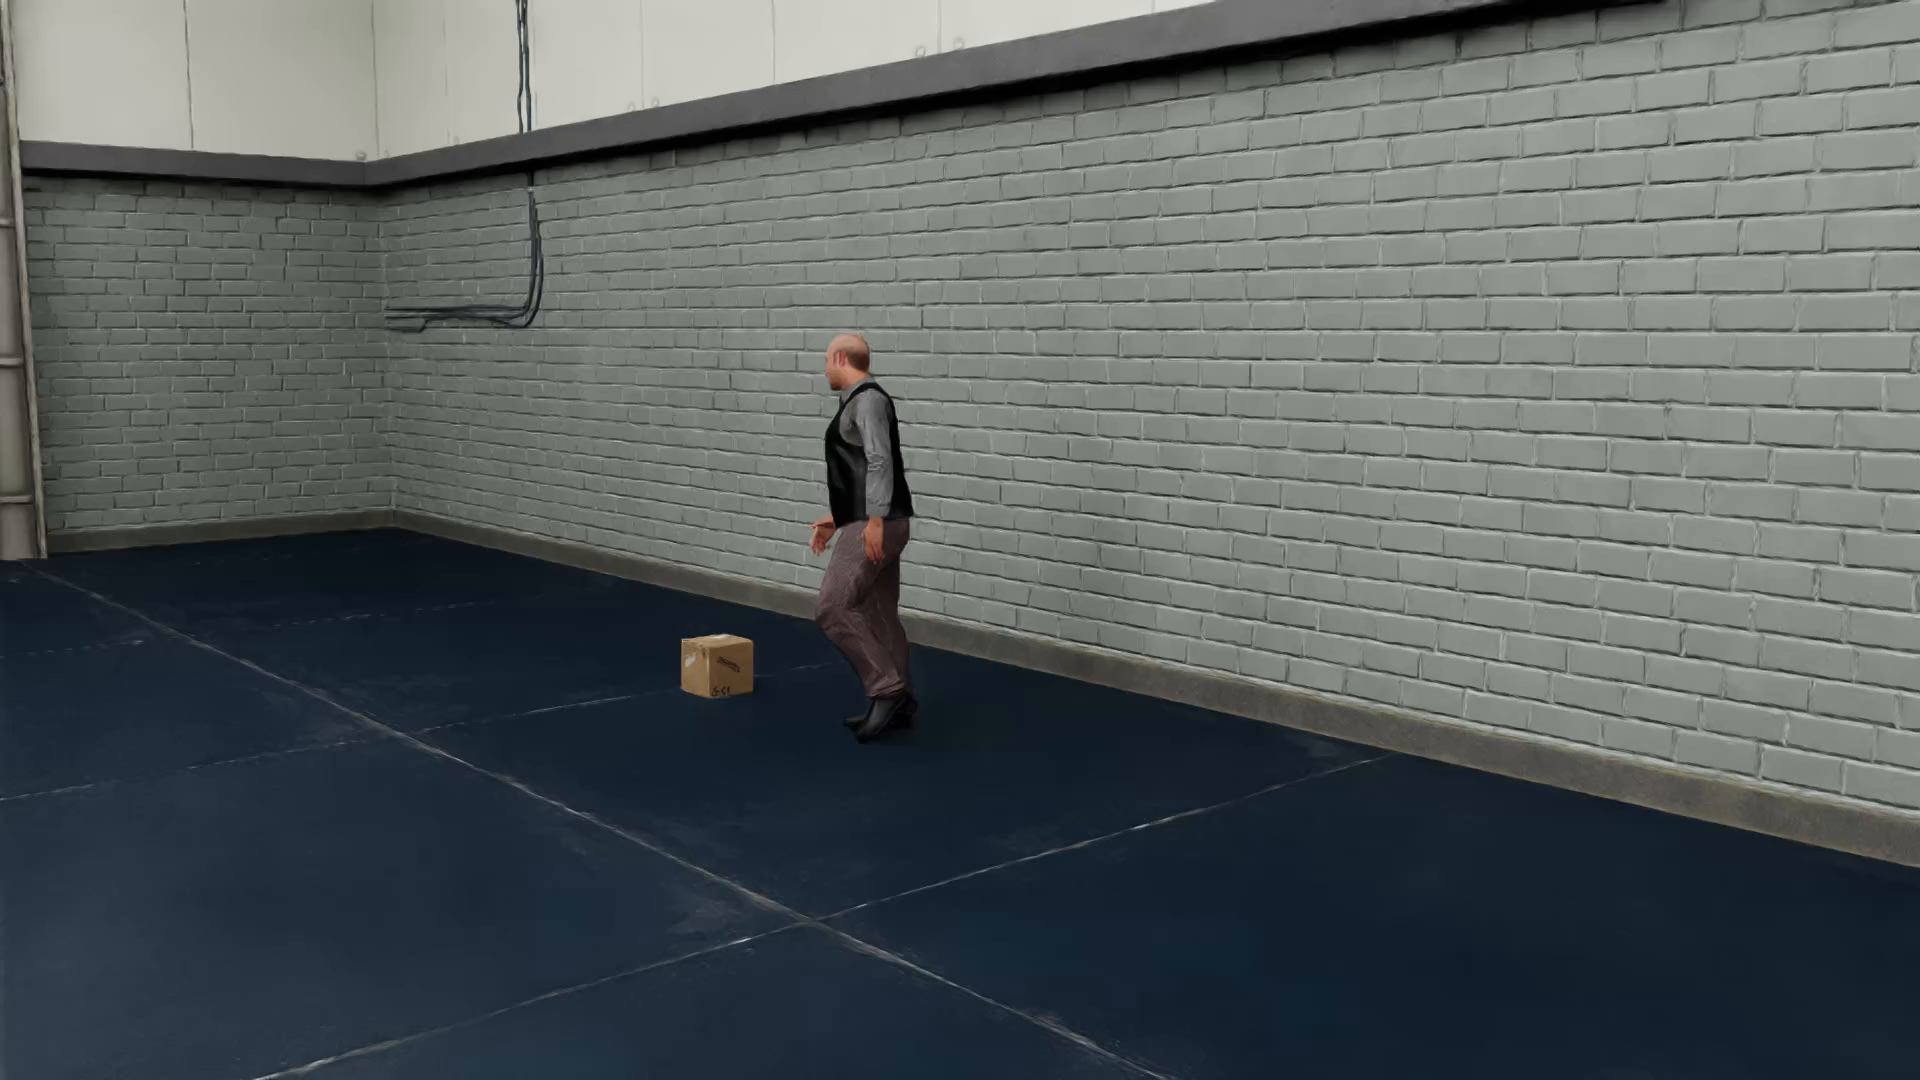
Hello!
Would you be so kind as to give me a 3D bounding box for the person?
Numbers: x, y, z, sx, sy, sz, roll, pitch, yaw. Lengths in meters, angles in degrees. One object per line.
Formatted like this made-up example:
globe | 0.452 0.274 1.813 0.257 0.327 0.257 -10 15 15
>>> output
person | -0.417 -0.029 7.148 0.468 1.712 0.631 -1 7 -6
